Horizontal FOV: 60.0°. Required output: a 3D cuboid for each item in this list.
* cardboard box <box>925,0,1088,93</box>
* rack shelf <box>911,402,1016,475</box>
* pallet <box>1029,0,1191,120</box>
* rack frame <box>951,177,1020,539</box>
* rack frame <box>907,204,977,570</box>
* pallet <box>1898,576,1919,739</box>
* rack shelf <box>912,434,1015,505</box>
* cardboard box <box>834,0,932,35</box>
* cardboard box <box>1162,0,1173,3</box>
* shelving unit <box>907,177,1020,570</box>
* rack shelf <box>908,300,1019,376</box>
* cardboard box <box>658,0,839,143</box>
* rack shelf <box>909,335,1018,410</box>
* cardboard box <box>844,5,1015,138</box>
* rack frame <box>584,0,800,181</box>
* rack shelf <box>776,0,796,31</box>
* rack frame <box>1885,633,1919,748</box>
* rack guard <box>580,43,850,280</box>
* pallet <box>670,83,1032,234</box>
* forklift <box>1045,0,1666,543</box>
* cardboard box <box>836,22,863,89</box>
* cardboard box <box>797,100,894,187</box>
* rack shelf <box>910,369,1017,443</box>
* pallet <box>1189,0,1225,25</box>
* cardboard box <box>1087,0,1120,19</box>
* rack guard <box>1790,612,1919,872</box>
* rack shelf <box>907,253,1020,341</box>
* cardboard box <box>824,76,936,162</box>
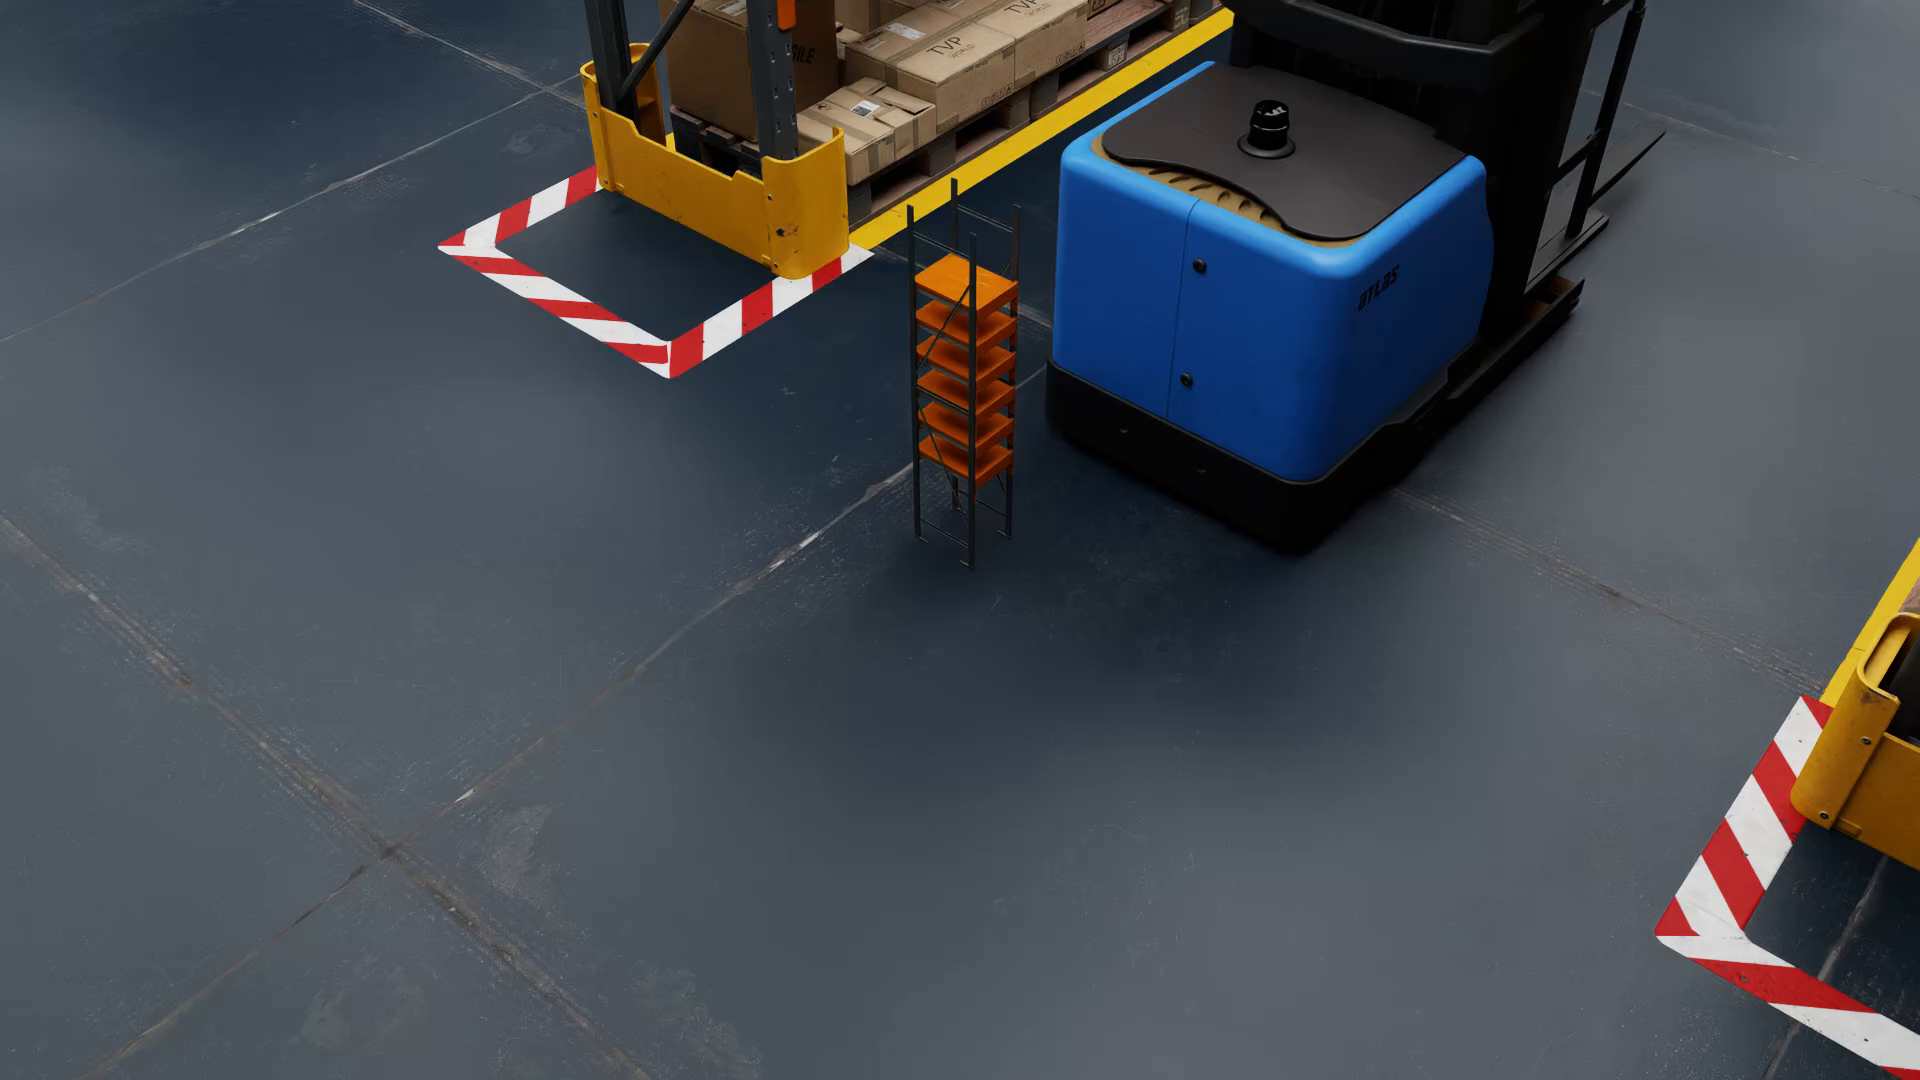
[{"bbox_3d":[0.198,-2.204,7.161,0.500,0.250,0.500,29,50,28],"label":"cardboard box"},{"bbox_3d":[0.009,-0.330,4.965,0.258,0.103,0.180,29,50,28],"label":"rack shelf"},{"bbox_3d":[0.334,-2.430,7.765,1.003,0.211,1.213,29,50,28],"label":"pallet"},{"bbox_3d":[0.068,-0.498,4.906,0.240,1.200,0.006,29,50,28],"label":"rack frame"},{"bbox_3d":[-0.050,-0.404,4.803,0.240,1.200,0.006,29,50,28],"label":"rack frame"},{"bbox_3d":[3.236,0.343,4.716,1.003,0.211,1.213,29,50,28],"label":"pallet"},{"bbox_3d":[0.009,-0.241,5.046,0.258,0.103,0.180,29,50,28],"label":"rack shelf"},{"bbox_3d":[-0.217,-2.394,7.370,0.500,0.250,0.500,29,50,28],"label":"cardboard box"},{"bbox_3d":[0.930,-2.811,7.784,0.500,0.311,0.500,29,50,28],"label":"cardboard box"},{"bbox_3d":[0.009,-0.451,4.855,0.258,1.200,0.189,29,50,28],"label":"shelving unit"},{"bbox_3d":[0.009,-0.596,4.723,0.258,0.103,0.180,29,50,28],"label":"rack shelf"},{"bbox_3d":[-0.851,-2.011,6.763,0.500,0.500,0.500,29,50,28],"label":"cardboard box"},{"bbox_3d":[0.009,-0.507,4.804,0.258,0.103,0.180,29,50,28],"label":"rack shelf"},{"bbox_3d":[-0.123,-1.946,6.877,0.500,0.250,0.500,29,50,28],"label":"cardboard box"},{"bbox_3d":[-1.012,-2.386,5.644,1.000,3.000,0.127,29,50,28],"label":"rack frame"},{"bbox_3d":[0.275,-3.150,7.019,1.077,0.370,4.000,29,50,28],"label":"rack shelf"},{"bbox_3d":[2.782,-0.243,3.288,1.000,3.000,0.127,29,50,28],"label":"rack frame"},{"bbox_3d":[-0.963,-1.500,6.528,1.175,0.500,0.348,29,50,28],"label":"rack guard"},{"bbox_3d":[-0.451,-1.804,7.078,1.003,0.211,1.213,29,50,28],"label":"pallet"},{"bbox_3d":[1.633,-1.990,5.260,1.130,2.935,3.031,30,50,29],"label":"forklift"},{"bbox_3d":[-0.521,-2.057,7.061,0.380,0.166,0.250,29,50,28],"label":"cardboard box"},{"bbox_3d":[-0.480,-1.561,6.529,0.380,0.149,0.250,29,50,28],"label":"cardboard box"},{"bbox_3d":[0.009,-0.419,4.884,0.258,0.103,0.180,29,50,28],"label":"rack shelf"},{"bbox_3d":[1.119,-3.061,8.459,1.003,0.211,1.213,29,50,28],"label":"pallet"},{"bbox_3d":[0.357,-2.715,7.535,0.797,0.503,0.637,29,50,28],"label":"cardboard box"},{"bbox_3d":[2.766,0.694,4.115,1.175,0.500,0.348,29,50,28],"label":"rack guard"},{"bbox_3d":[0.009,-0.685,4.642,0.258,0.103,0.180,29,50,28],"label":"rack shelf"},{"bbox_3d":[-0.319,-1.696,6.665,0.380,0.166,0.250,29,50,28],"label":"cardboard box"}]
